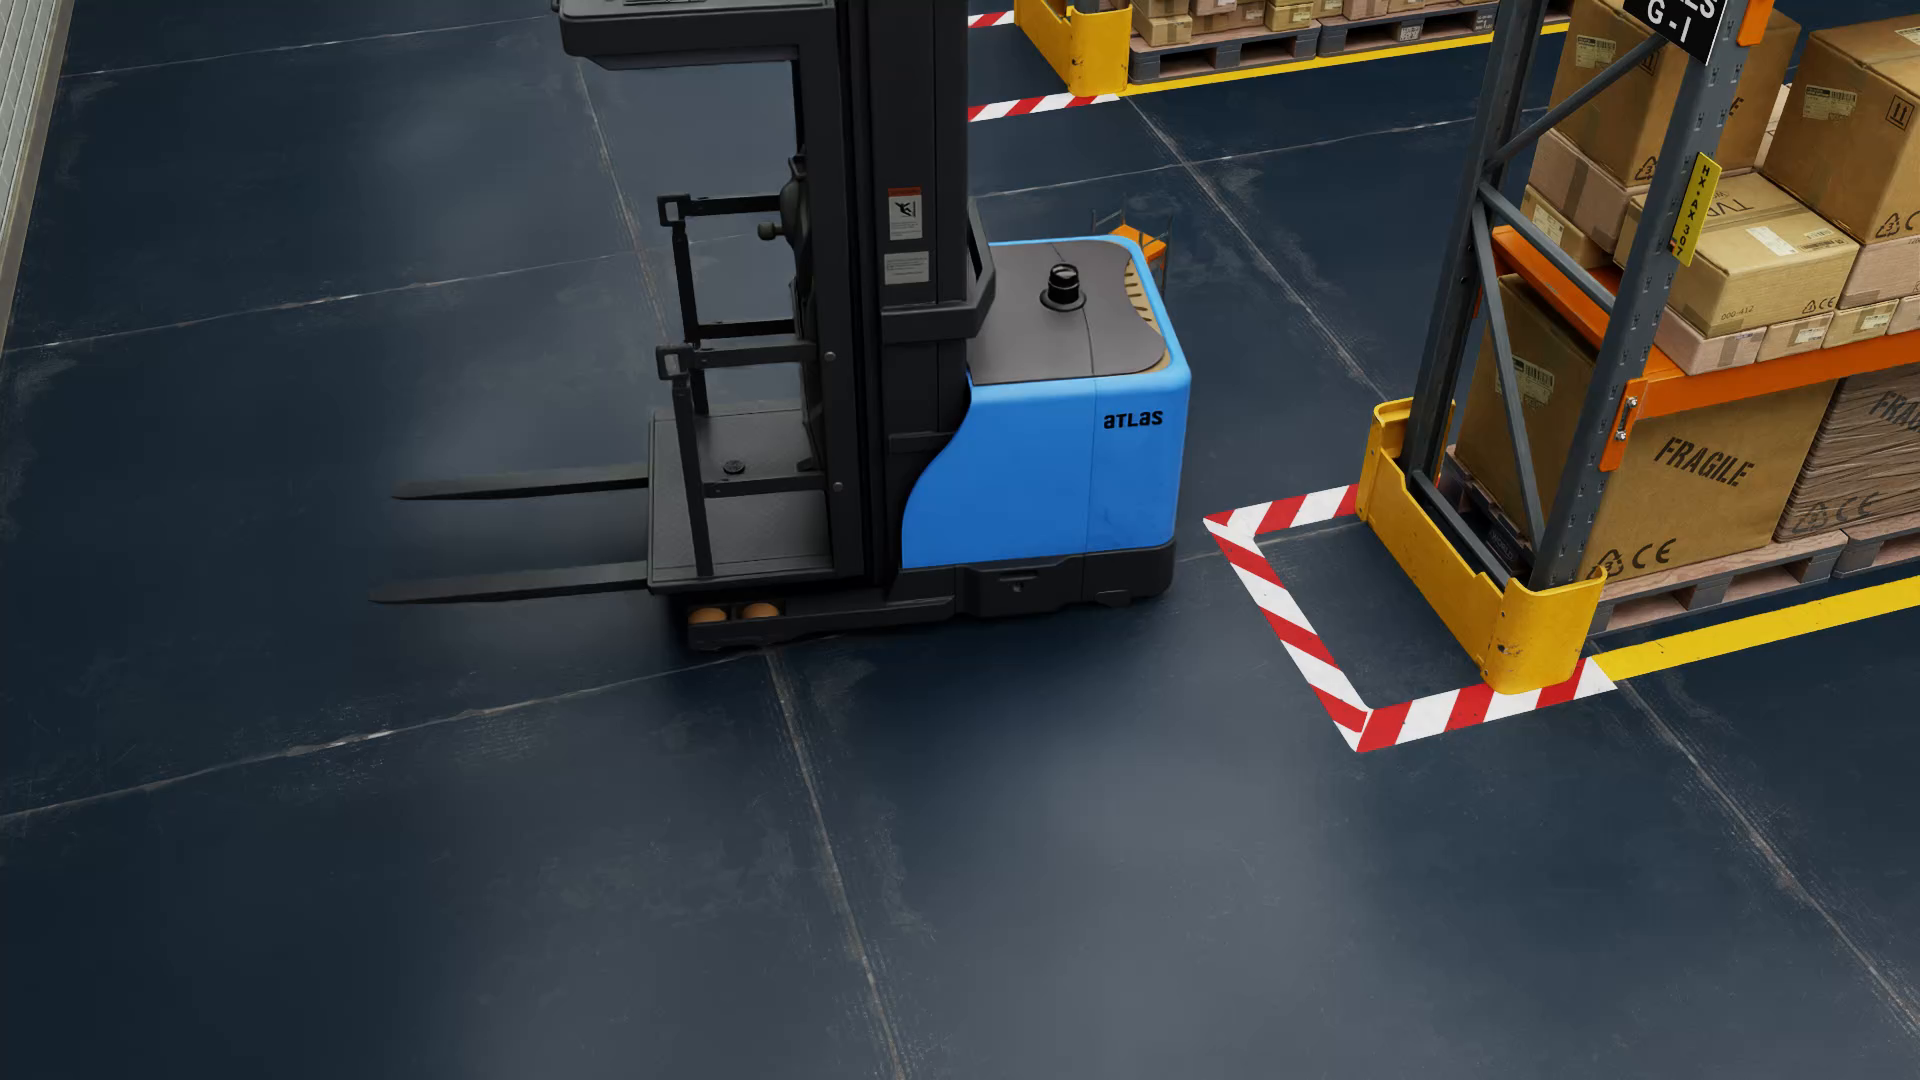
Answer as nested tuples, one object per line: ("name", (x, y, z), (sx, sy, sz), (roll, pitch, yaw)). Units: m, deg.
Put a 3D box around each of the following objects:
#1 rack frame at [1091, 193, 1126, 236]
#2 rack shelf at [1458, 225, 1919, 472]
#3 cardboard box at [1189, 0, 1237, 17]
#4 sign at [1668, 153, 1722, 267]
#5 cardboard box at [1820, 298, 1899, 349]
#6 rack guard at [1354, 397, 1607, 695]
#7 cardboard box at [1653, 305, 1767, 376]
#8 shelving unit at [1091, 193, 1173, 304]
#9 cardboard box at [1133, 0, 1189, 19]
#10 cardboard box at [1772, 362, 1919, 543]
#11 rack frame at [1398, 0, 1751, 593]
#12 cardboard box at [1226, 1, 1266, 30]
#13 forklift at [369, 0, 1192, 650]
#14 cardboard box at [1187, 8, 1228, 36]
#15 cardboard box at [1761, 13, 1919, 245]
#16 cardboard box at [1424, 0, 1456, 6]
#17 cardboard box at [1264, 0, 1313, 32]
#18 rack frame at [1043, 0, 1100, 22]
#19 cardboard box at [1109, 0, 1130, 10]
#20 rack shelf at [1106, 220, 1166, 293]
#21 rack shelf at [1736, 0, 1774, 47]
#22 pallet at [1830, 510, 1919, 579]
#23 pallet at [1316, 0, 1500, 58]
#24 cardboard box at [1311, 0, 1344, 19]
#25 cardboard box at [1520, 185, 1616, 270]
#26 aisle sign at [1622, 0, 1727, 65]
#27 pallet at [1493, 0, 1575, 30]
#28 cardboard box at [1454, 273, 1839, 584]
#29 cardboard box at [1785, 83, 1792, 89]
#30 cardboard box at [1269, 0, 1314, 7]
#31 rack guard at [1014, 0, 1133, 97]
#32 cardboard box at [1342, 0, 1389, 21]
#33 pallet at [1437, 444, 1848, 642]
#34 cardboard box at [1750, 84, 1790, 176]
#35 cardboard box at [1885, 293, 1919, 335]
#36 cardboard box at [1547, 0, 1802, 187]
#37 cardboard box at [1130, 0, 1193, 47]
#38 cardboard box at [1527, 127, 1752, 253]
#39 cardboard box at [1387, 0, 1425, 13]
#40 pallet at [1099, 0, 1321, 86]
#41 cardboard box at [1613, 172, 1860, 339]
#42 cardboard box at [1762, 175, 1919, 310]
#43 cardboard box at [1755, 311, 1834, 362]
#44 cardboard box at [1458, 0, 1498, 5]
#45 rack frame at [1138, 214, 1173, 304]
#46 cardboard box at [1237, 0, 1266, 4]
("rack frame", (0.603, -0.970, 7.062), (0.008, 1.050, 0.200), (33, 51, 32))
("rack shelf", (3.889, -1.080, 6.253), (4.000, 0.370, 1.077), (-12, 42, -13))
("cardboard box", (1.443, -3.246, 9.807), (0.250, 0.149, 0.380), (-12, 43, -13))
("sign", (2.142, -0.962, 4.853), (0.005, 0.325, 0.100), (-12, 42, -13))
("cardboard box", (2.907, -0.826, 5.607), (0.250, 0.149, 0.380), (-13, 43, -14))
("rack guard", (1.958, -0.009, 6.380), (0.348, 0.500, 1.175), (-12, 42, -13))
("cardboard box", (2.419, -0.724, 5.489), (0.250, 0.149, 0.380), (-11, 42, -13))
("shelving unit", (0.690, -0.913, 6.997), (0.252, 1.050, 0.215), (33, 51, 32))
("cardboard box", (1.165, -3.227, 9.785), (0.250, 0.149, 0.380), (-10, 42, -11))
("cardboard box", (3.436, -0.670, 6.532), (0.875, 0.875, 0.875), (-12, 42, -13))
("rack frame", (1.981, -0.955, 5.564), (0.127, 3.000, 1.000), (-12, 42, -13))
("cardboard box", (1.644, -3.232, 10.017), (0.250, 0.149, 0.380), (-11, 42, -13))
("forklift", (-0.730, -1.058, 5.733), (3.031, 2.935, 1.130), (-5, 41, -6))
("cardboard box", (1.409, -3.178, 9.956), (0.250, 0.149, 0.380), (-12, 43, -13))
("cardboard box", (2.997, -1.317, 5.296), (0.500, 0.500, 0.500), (-13, 43, -14))
("cardboard box", (2.875, -3.458, 10.275), (0.250, 0.149, 0.380), (-11, 42, -12))
("cardboard box", (1.920, -3.213, 9.996), (0.250, 0.149, 0.380), (-11, 42, -13))
("rack frame", (0.588, -4.088, 9.149), (0.127, 3.000, 1.000), (-12, 42, -13))
("cardboard box", (1.027, -3.407, 10.218), (0.250, 0.149, 0.380), (-11, 42, -12))
("rack shelf", (0.690, -1.119, 6.818), (0.240, 0.259, 0.215), (33, 51, 32))
("rack shelf", (3.889, -2.209, 5.266), (4.000, 0.370, 1.077), (-12, 42, -13))
("pallet", (3.882, -0.351, 6.991), (1.213, 0.211, 1.003), (-12, 42, -13))
("pallet", (2.607, -3.430, 10.515), (1.213, 0.211, 1.003), (-12, 42, -13))
("cardboard box", (2.135, -3.323, 10.122), (0.250, 0.149, 0.380), (-12, 42, -13))
("cardboard box", (2.222, -1.138, 5.963), (0.250, 0.149, 0.380), (-11, 42, -12))
("aisle sign", (2.003, -1.732, 4.476), (0.004, 0.787, 0.394), (-12, 42, -13))
("pallet", (3.773, -3.673, 10.794), (1.213, 0.211, 1.003), (-12, 42, -13))
("cardboard box", (2.568, -0.490, 6.327), (0.875, 0.875, 0.875), (-12, 42, -13))
("cardboard box", (3.333, -1.474, 6.045), (0.500, 0.250, 0.500), (-13, 43, -15))
("cardboard box", (1.927, -3.332, 9.906), (0.250, 0.149, 0.380), (-10, 42, -12))
("rack guard", (0.660, -3.161, 9.989), (0.348, 0.500, 1.175), (-12, 42, -13))
("cardboard box", (2.399, -3.318, 10.116), (0.250, 0.149, 0.380), (-14, 43, -15))
("pallet", (2.720, -0.112, 6.718), (1.213, 0.211, 1.003), (-12, 42, -13))
("cardboard box", (2.848, -1.373, 5.929), (0.500, 0.250, 0.500), (-12, 43, -14))
("cardboard box", (3.156, -0.878, 5.666), (0.250, 0.149, 0.380), (-12, 43, -14))
("cardboard box", (2.367, -1.554, 5.567), (0.500, 0.500, 0.500), (-11, 42, -13))
("cardboard box", (1.184, -3.075, 9.837), (0.250, 0.149, 0.380), (-11, 42, -12))
("cardboard box", (2.364, -1.273, 5.815), (0.500, 0.250, 0.500), (-12, 43, -14))
("cardboard box", (2.655, -3.389, 10.197), (0.250, 0.149, 0.380), (-12, 42, -13))
("pallet", (1.446, -3.191, 10.242), (1.213, 0.211, 1.003), (-12, 42, -13))
("cardboard box", (2.520, -0.936, 5.430), (0.500, 0.250, 0.500), (-13, 43, -14))
("cardboard box", (3.014, -1.043, 5.552), (0.500, 0.250, 0.500), (-12, 43, -14))
("cardboard box", (2.663, -0.775, 5.548), (0.250, 0.149, 0.380), (-12, 43, -14))
("cardboard box", (3.144, -3.467, 10.286), (0.250, 0.149, 0.380), (-12, 43, -13))
("rack frame", (0.777, -0.857, 6.933), (0.008, 1.050, 0.200), (33, 51, 32))
("cardboard box", (1.650, -3.349, 9.925), (0.250, 0.149, 0.380), (-11, 42, -13))
